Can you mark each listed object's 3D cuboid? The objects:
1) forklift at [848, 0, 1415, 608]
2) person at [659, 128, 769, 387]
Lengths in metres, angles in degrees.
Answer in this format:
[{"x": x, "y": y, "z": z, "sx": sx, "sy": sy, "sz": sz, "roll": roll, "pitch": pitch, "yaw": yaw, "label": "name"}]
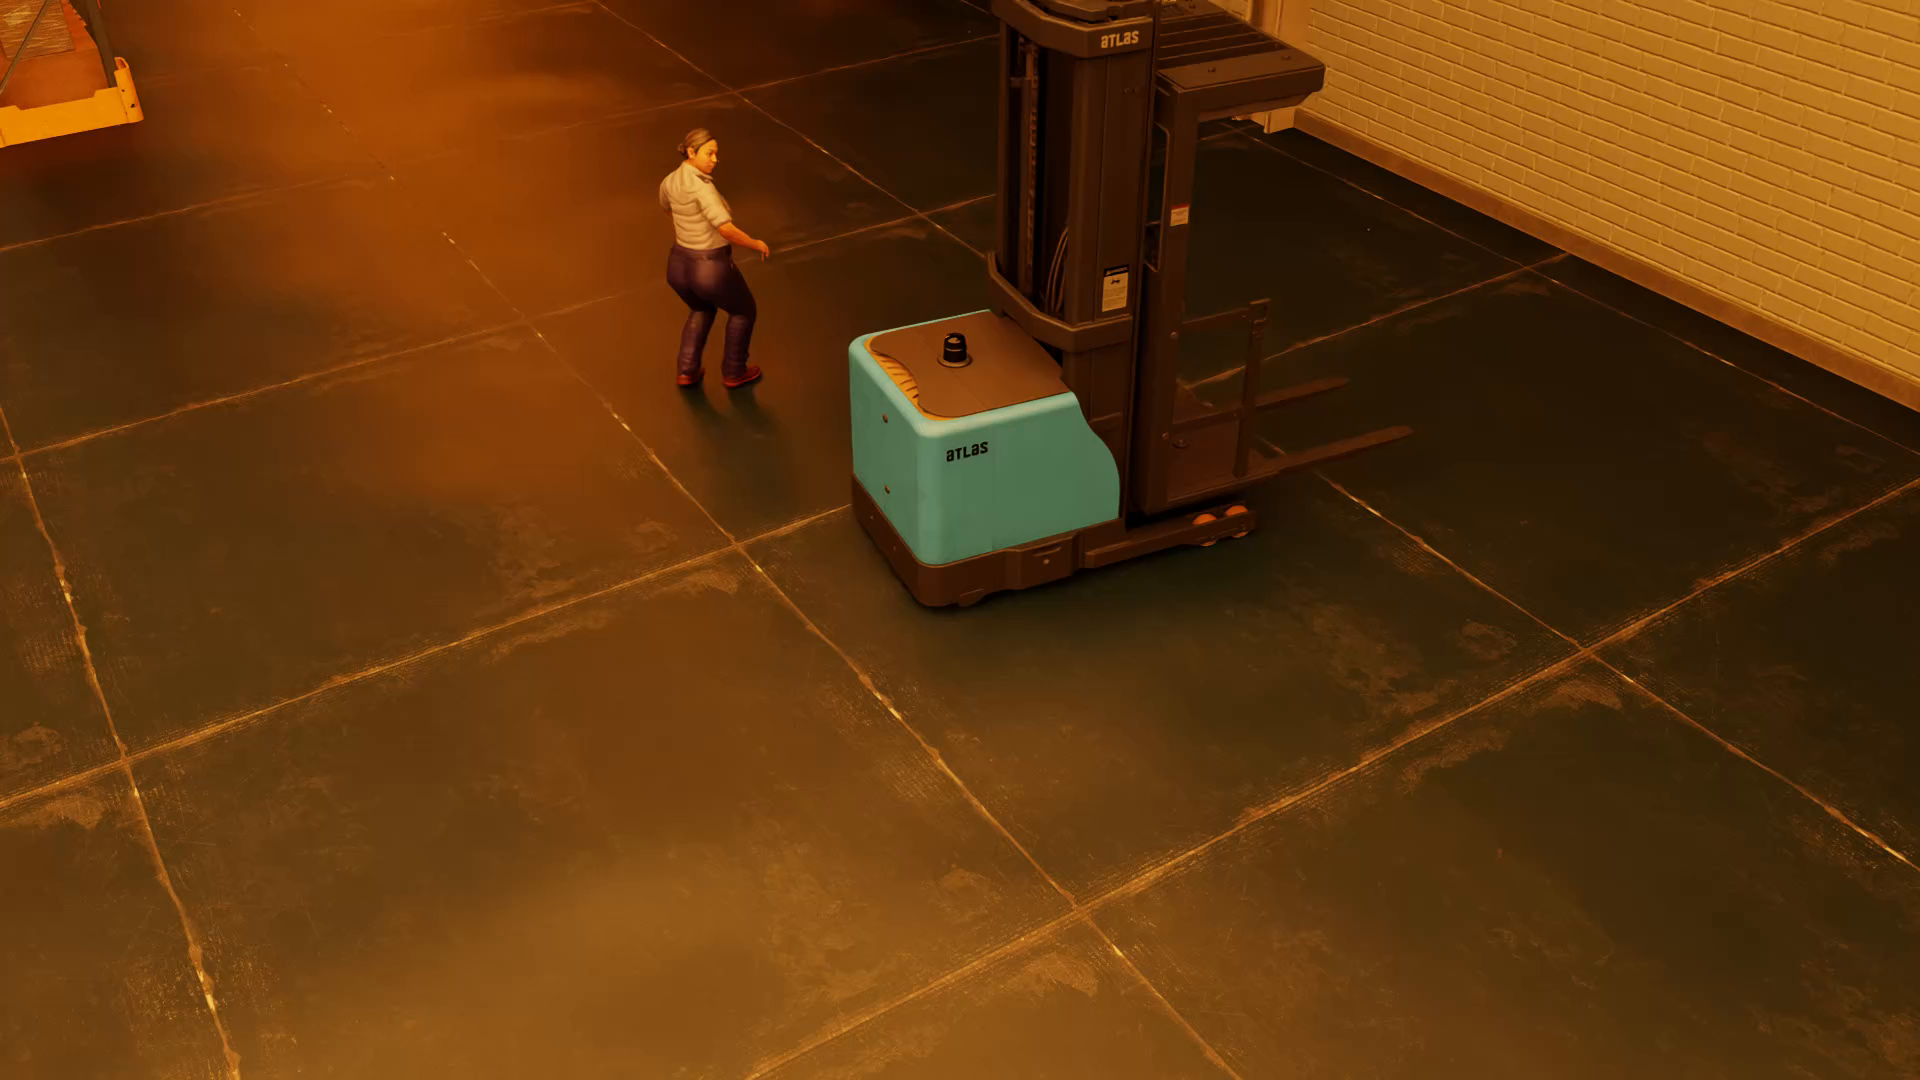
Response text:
[{"x": 0.992, "y": -1.428, "z": 8.180, "sx": 3.031, "sy": 2.935, "sz": 1.130, "roll": -15, "pitch": 38, "yaw": -20, "label": "forklift"}, {"x": -1.436, "y": -1.610, "z": 9.651, "sx": 0.719, "sy": 1.606, "sz": 0.603, "roll": 24, "pitch": 42, "yaw": 30, "label": "person"}]
